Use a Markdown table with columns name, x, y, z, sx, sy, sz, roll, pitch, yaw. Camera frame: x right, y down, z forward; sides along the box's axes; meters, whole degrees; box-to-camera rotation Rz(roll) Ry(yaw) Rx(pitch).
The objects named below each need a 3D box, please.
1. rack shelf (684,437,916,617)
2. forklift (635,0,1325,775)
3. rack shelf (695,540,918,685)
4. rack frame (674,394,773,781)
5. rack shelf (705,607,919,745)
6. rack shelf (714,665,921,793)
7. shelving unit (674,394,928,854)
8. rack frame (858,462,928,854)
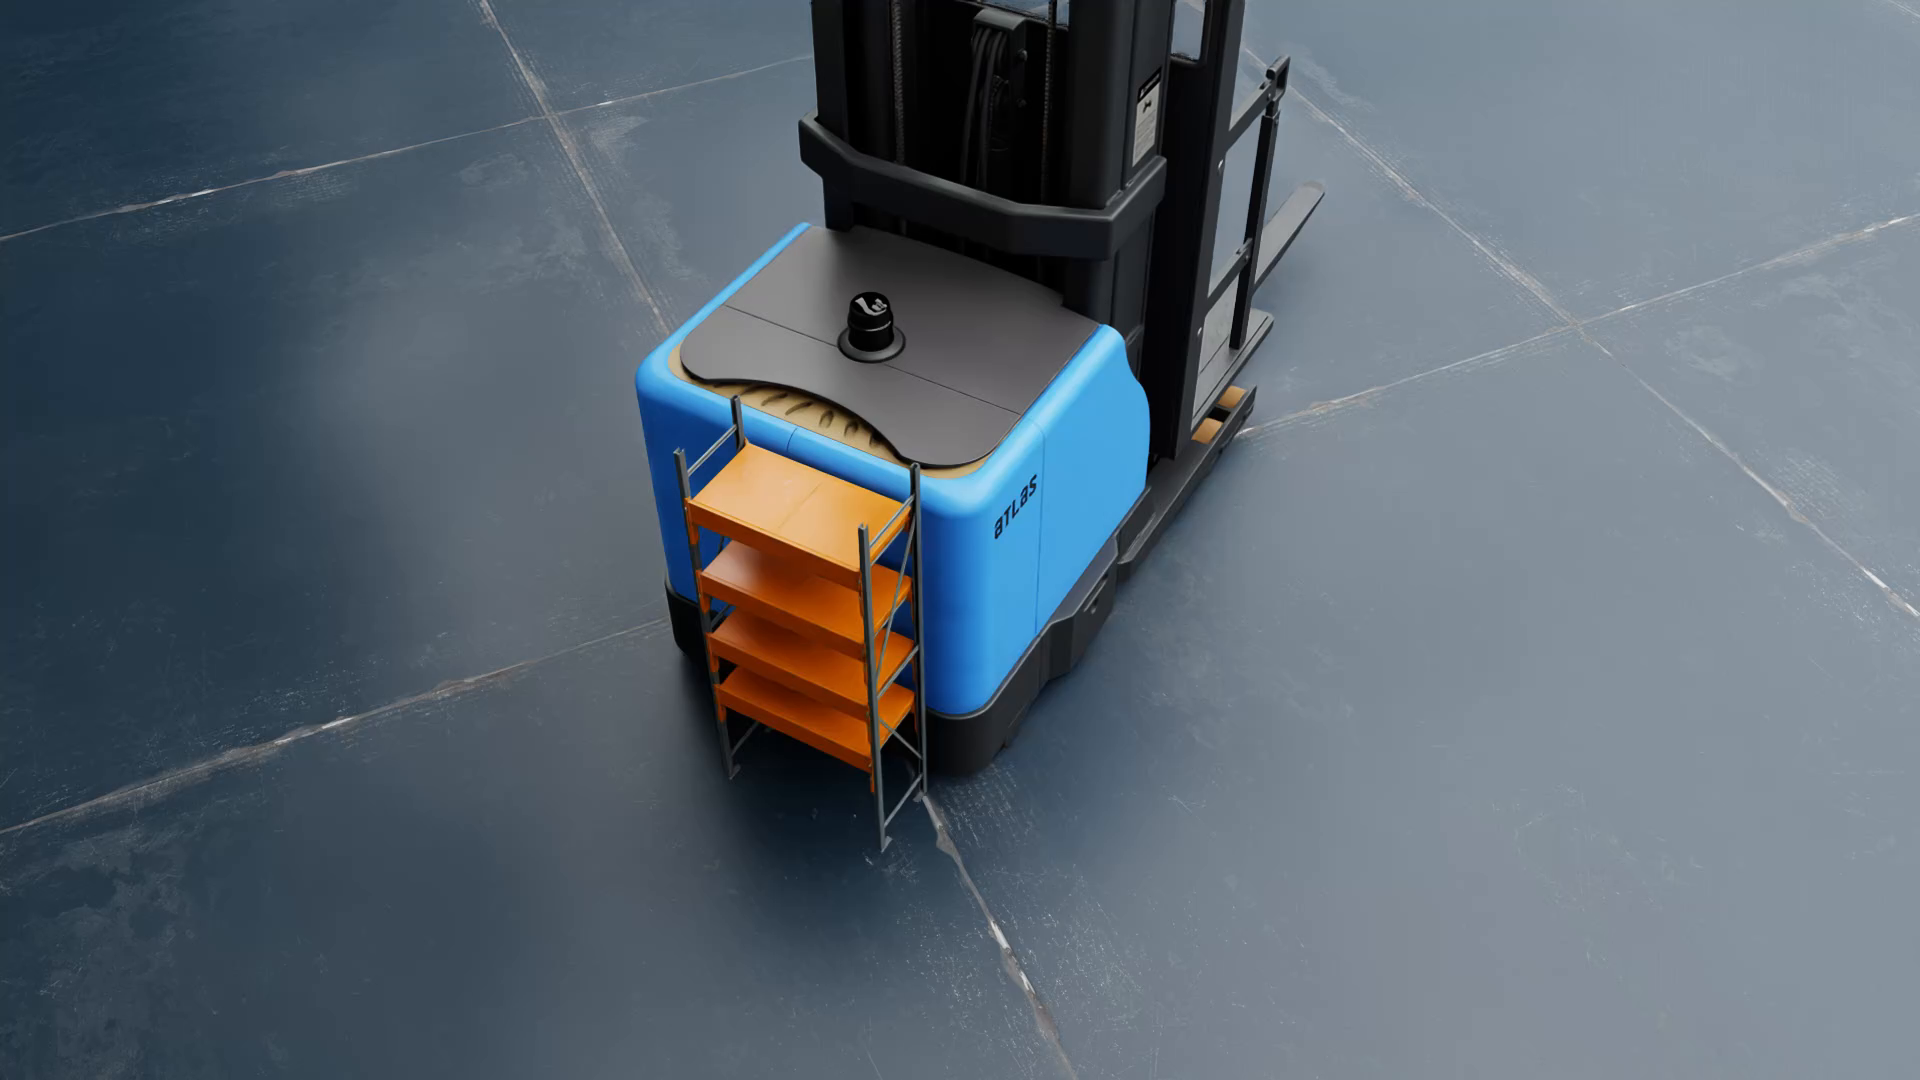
| name | x | y | z | sx | sy | sz | roll | pitch | yaw |
| --- | --- | --- | --- | --- | --- | --- | --- | --- | --- |
| rack shelf | -0.367 | -0.035 | 3.872 | 0.480 | 0.148 | 0.258 | 22 | 49 | 21 |
| forklift | 0.337 | -1.432 | 4.614 | 1.130 | 2.935 | 3.031 | 22 | 49 | 21 |
| rack shelf | -0.367 | 0.133 | 4.038 | 0.480 | 0.148 | 0.258 | 22 | 49 | 21 |
| rack frame | -0.579 | 0.160 | 4.233 | 0.015 | 1.200 | 0.240 | 22 | 49 | 21 |
| rack shelf | -0.367 | 0.293 | 4.195 | 0.480 | 0.148 | 0.258 | 22 | 49 | 21 |
| rack shelf | -0.367 | 0.434 | 4.334 | 0.480 | 0.148 | 0.258 | 22 | 49 | 21 |
| shelving unit | -0.367 | 0.245 | 4.148 | 0.503 | 1.200 | 0.258 | 22 | 49 | 21 |
| rack frame | -0.155 | 0.329 | 4.062 | 0.015 | 1.200 | 0.240 | 22 | 49 | 21 |
